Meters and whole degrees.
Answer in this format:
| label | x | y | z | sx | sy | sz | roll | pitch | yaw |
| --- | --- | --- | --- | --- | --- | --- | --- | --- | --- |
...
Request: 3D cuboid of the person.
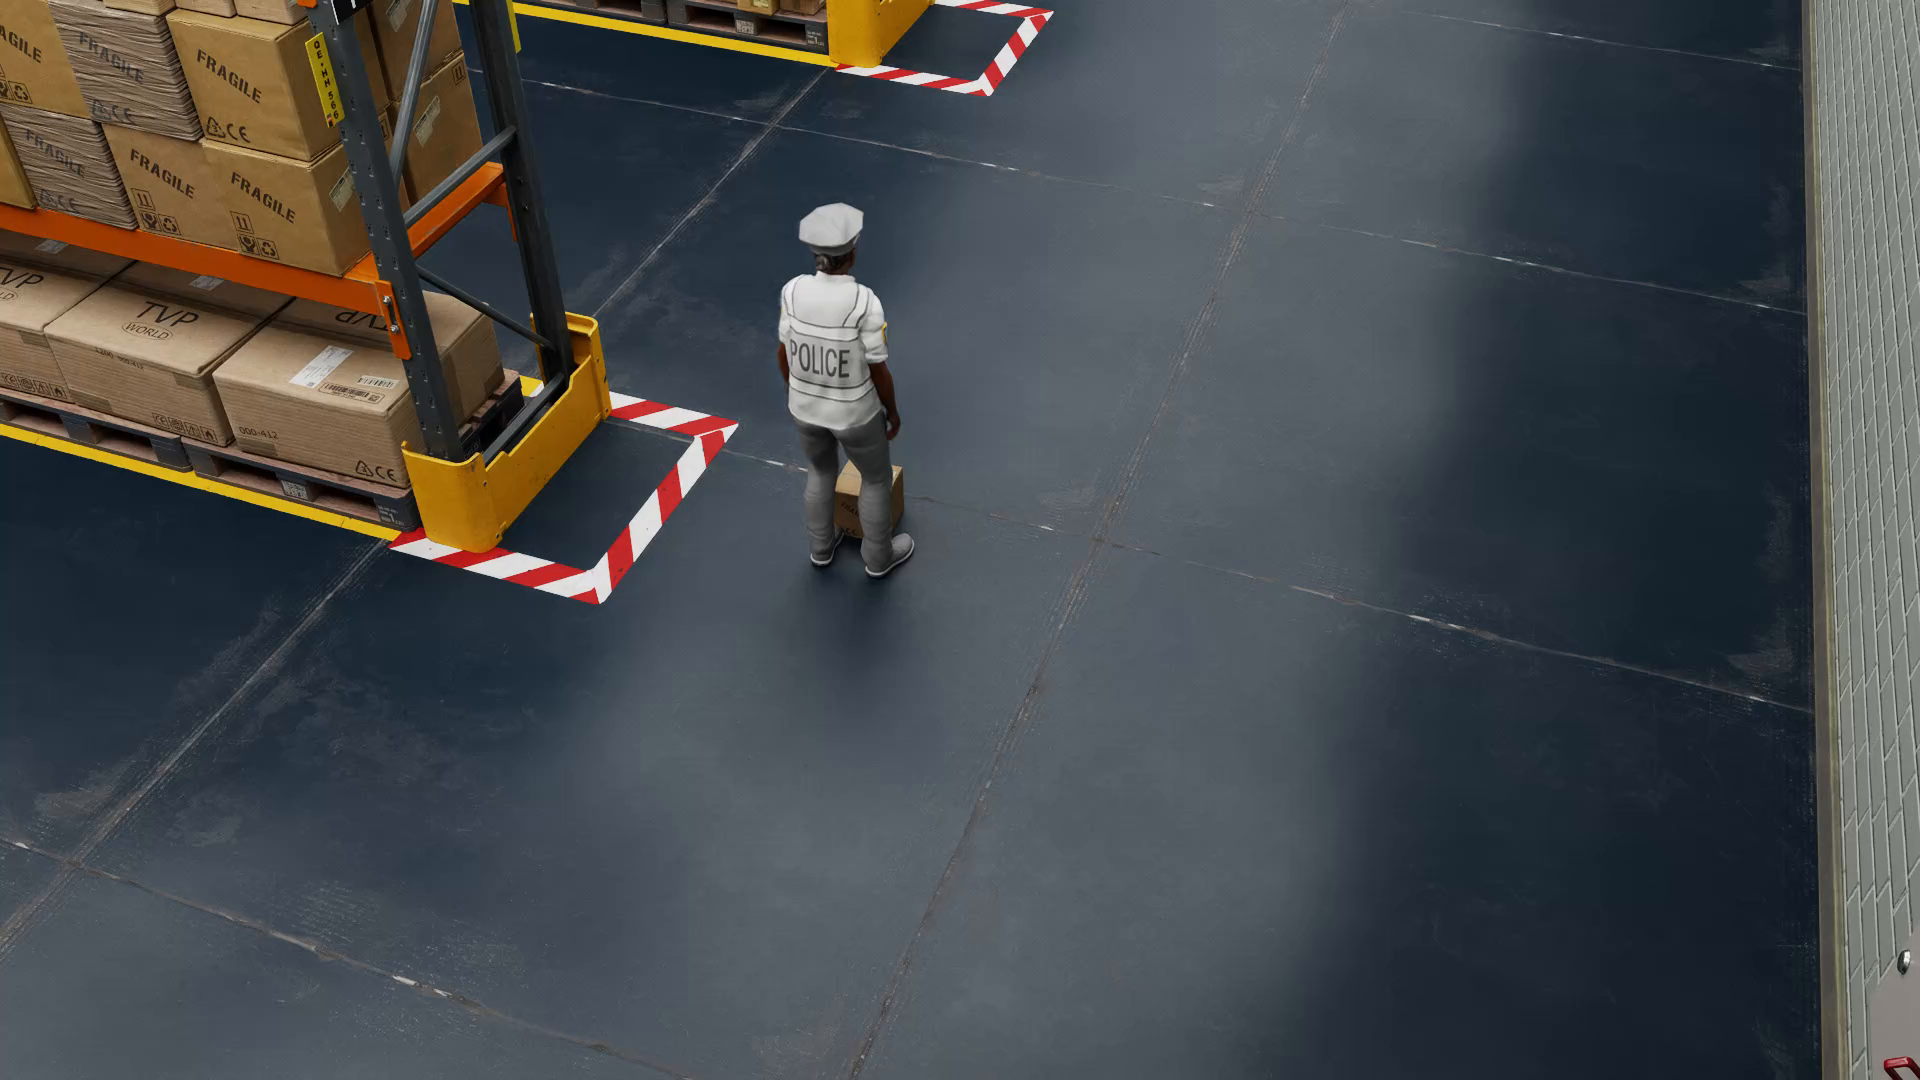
| label | x | y | z | sx | sy | sz | roll | pitch | yaw |
| --- | --- | --- | --- | --- | --- | --- | --- | --- | --- |
| person | -0.480 | -0.552 | 6.779 | 0.504 | 1.657 | 0.396 | 14 | 44 | 15 |
